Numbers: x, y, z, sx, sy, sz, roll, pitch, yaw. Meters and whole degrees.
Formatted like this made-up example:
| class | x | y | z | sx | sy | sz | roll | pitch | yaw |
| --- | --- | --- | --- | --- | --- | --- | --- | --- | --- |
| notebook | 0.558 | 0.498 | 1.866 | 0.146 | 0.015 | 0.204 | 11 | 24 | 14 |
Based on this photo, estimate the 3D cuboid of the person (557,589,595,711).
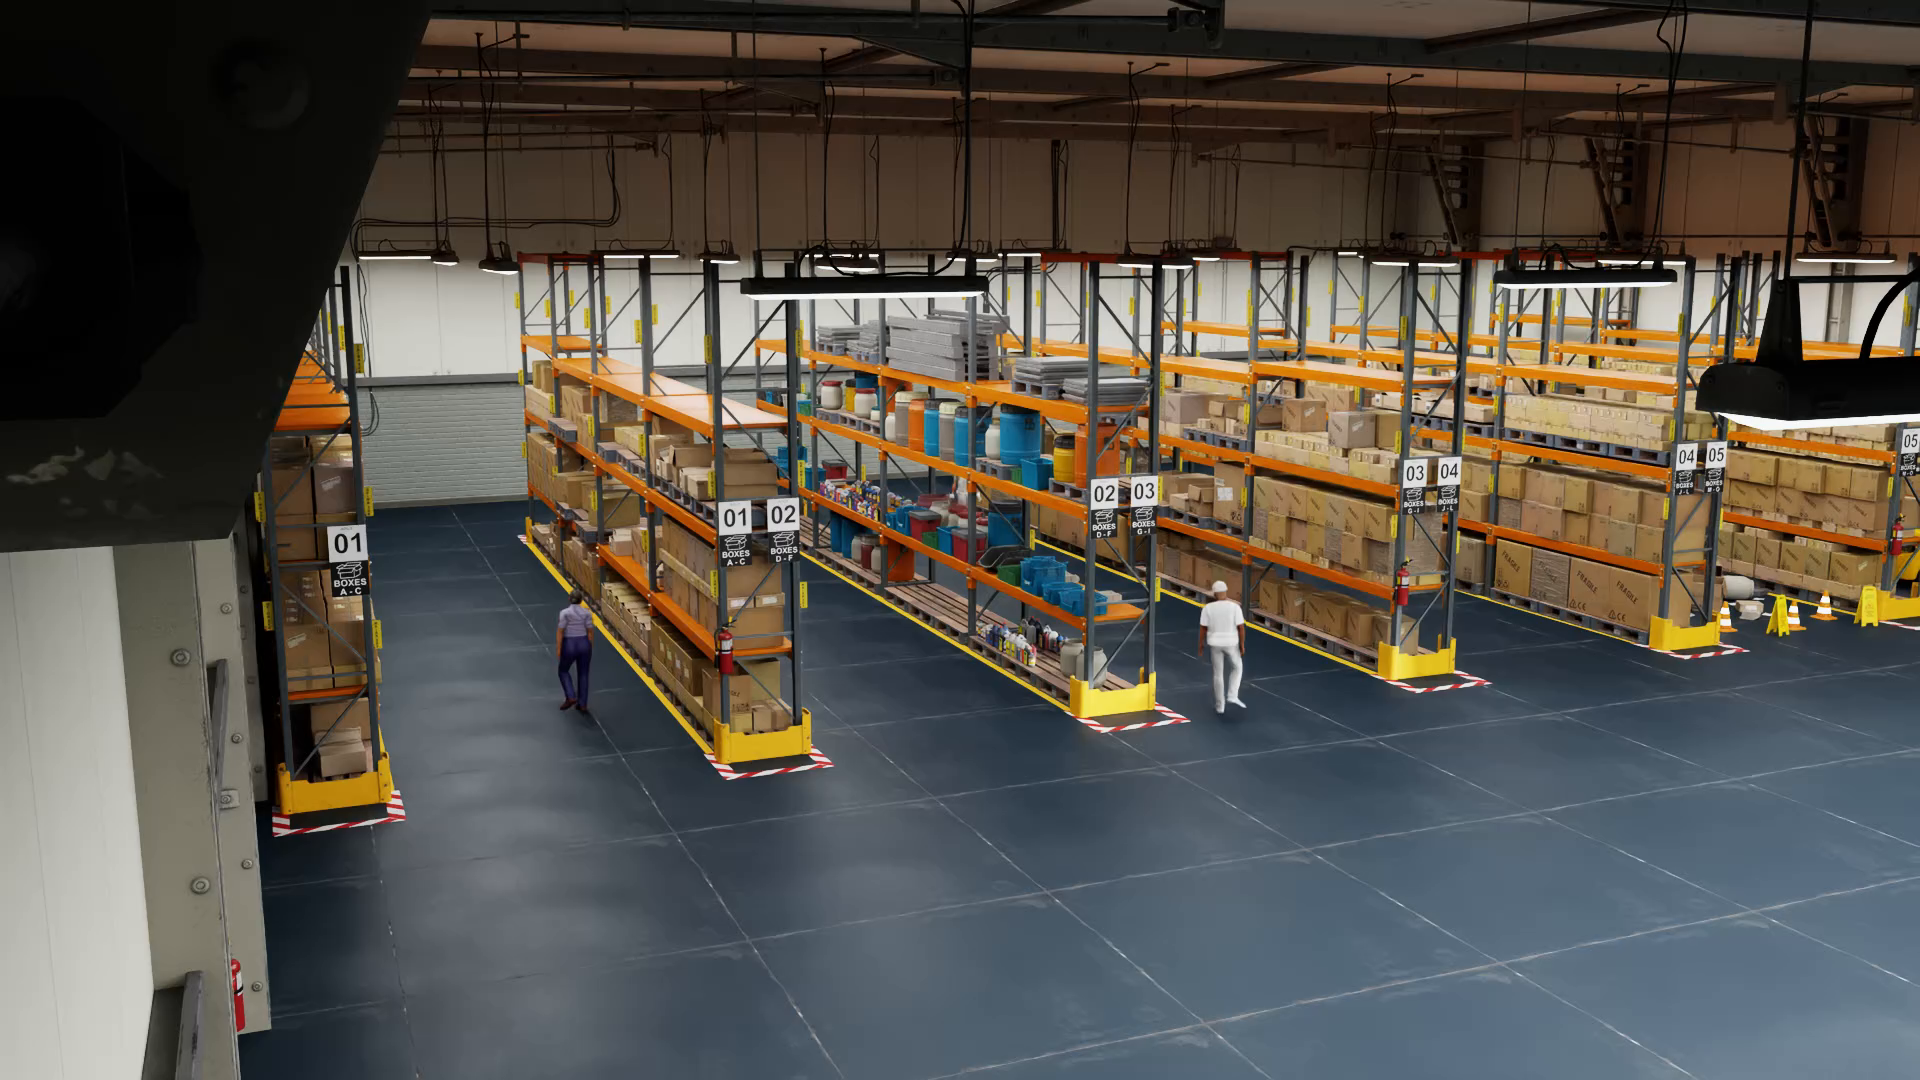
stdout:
| class | x | y | z | sx | sy | sz | roll | pitch | yaw |
| --- | --- | --- | --- | --- | --- | --- | --- | --- | --- |
| person | -5.174 | 1.480 | 22.381 | 0.510 | 1.630 | 0.405 | -5 | 11 | -24 |

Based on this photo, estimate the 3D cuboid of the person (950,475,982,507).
| class | x | y | z | sx | sy | sz | roll | pitch | yaw |
| --- | --- | --- | --- | --- | --- | --- | --- | --- | --- |
| person | 0.170 | -0.935 | 35.154 | 0.569 | 1.720 | 1.050 | -5 | 12 | -27 |

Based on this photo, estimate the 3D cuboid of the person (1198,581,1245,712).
| class | x | y | z | sx | sy | sz | roll | pitch | yaw |
| --- | --- | --- | --- | --- | --- | --- | --- | --- | --- |
| person | 3.532 | 1.414 | 22.373 | 0.676 | 1.750 | 0.466 | 3 | 11 | 18 |
